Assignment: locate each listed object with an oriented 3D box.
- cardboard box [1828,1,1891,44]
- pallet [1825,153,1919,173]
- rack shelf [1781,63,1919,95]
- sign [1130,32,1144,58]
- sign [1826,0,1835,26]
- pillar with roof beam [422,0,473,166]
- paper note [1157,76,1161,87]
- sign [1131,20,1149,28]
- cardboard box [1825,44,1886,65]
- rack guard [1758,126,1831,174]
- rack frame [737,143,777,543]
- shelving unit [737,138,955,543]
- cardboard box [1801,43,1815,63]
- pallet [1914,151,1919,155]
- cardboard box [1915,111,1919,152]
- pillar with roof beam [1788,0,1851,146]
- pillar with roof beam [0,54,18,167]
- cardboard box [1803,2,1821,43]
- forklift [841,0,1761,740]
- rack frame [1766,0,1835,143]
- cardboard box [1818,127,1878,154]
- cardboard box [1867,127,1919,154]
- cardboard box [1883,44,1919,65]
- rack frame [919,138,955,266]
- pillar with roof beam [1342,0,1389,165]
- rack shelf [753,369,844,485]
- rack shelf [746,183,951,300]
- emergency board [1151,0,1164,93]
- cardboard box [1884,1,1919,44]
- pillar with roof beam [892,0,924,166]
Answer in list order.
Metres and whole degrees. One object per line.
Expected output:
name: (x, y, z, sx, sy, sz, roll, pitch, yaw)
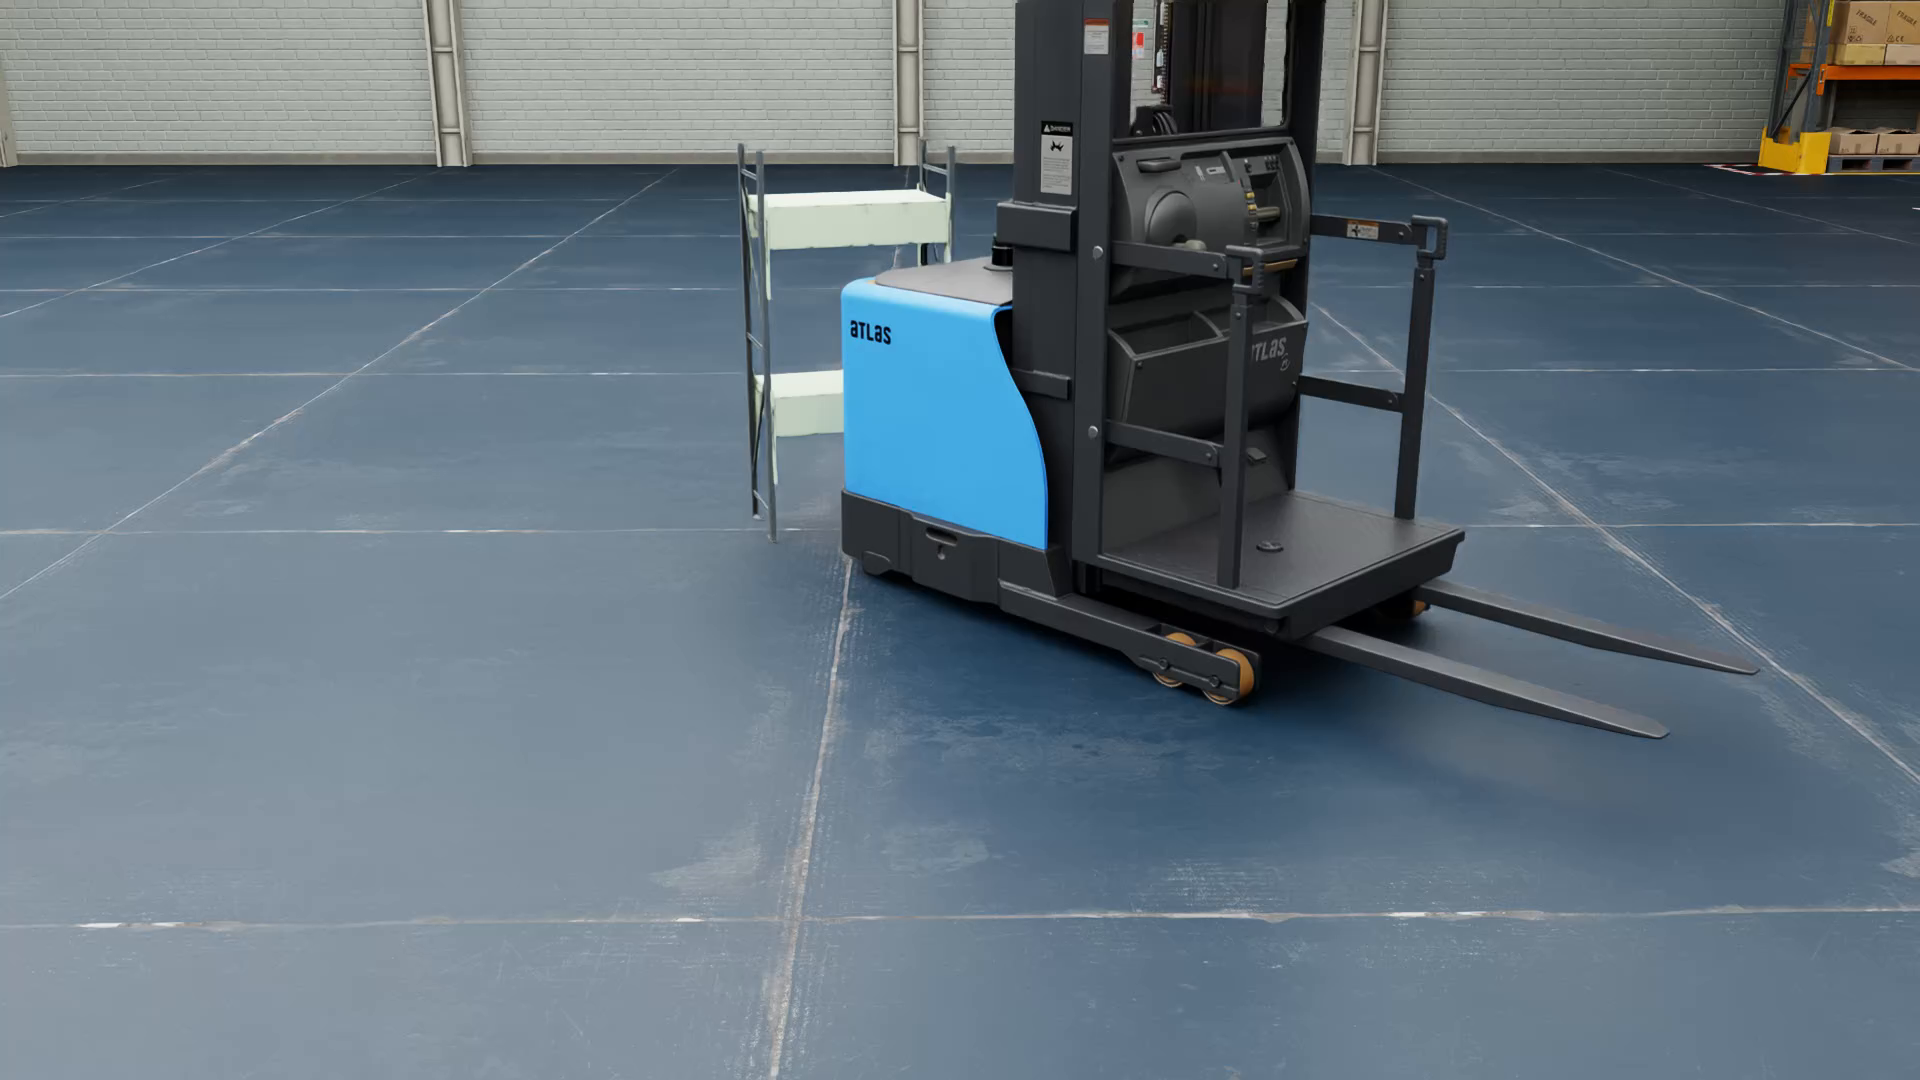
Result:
cardboard box: (11.117, -6.411, 20.608, 0.500, 0.500, 0.500, 0, 18, -1)
pallet: (11.524, -4.871, 21.387, 1.213, 0.211, 1.003, 0, 18, -1)
rack shelf: (12.635, -5.873, 21.122, 4.000, 0.370, 1.077, 0, 18, -1)
sign: (2.296, -6.490, 21.809, 0.234, 0.329, 0.001, 0, 18, -1)
sign: (10.644, -6.452, 20.333, 0.005, 0.325, 0.100, 0, 18, -1)
pillar with roof beam: (-6.609, -7.928, 16.530, 0.400, 9.000, 9.100, 0, 18, -1)
paper note: (2.672, -6.045, 21.922, 0.142, 0.148, 0.016, 0, 18, -1)
sign: (2.301, -6.739, 21.720, 0.331, 0.109, 0.001, 0, 18, -1)
cardboard box: (11.128, -6.049, 20.707, 0.500, 0.250, 0.500, -1, 18, -2)
rack guard: (10.711, -5.016, 21.365, 0.348, 0.500, 1.175, 0, 18, -1)
rack frame: (-0.788, -0.760, 6.461, 0.023, 1.500, 0.400, -6, 19, -17)
shelving unit: (-0.440, -0.794, 6.567, 0.755, 1.500, 0.431, -6, 19, -17)
cardboard box: (11.099, -6.205, 21.193, 0.500, 0.250, 0.500, 0, 18, 0)
pallet: (12.741, -4.876, 21.403, 1.213, 0.211, 1.003, 0, 18, -1)
cardboard box: (12.632, -5.192, 21.193, 0.500, 0.500, 0.700, -1, 18, -4)
pillar with roof beam: (11.389, -8.015, 16.801, 0.400, 9.000, 9.100, 0, 18, -1)
pillar with roof beam: (-12.608, -7.899, 16.440, 0.400, 9.000, 9.100, 0, 18, -1)
cardboard box: (11.103, -6.568, 21.096, 0.500, 0.500, 0.500, 0, 18, -1)
forklift: (0.957, -1.077, 5.108, 1.130, 2.935, 3.031, -17, 24, -42)
rack frame: (10.635, -6.206, 20.982, 0.127, 3.000, 1.000, 0, 18, -1)
cardboard box: (11.328, -5.111, 21.250, 0.500, 0.311, 0.500, -2, 18, -7)
cardboard box: (11.898, -5.113, 21.258, 0.500, 0.311, 0.500, 1, 18, 4)
cardboard box: (11.647, -6.056, 20.728, 0.500, 0.250, 0.500, -1, 18, -3)
rack frame: (-0.091, -0.828, 6.674, 0.023, 1.500, 0.400, -6, 19, -17)
pillar with roof beam: (5.390, -7.986, 16.710, 0.400, 9.000, 9.100, 0, 18, -1)
rack shelf: (-0.440, -0.484, 6.667, 0.720, 0.370, 0.431, -6, 19, -17)
rack shelf: (-0.440, -1.166, 6.448, 0.720, 0.370, 0.431, -6, 19, -17)
emergency board: (2.850, -6.444, 21.725, 0.643, 1.169, 0.194, 0, 18, -1)
cardboard box: (11.611, -6.411, 20.606, 0.500, 0.500, 0.500, 0, 18, -1)
pillar with roof beam: (-0.609, -7.957, 16.620, 0.400, 9.000, 9.100, 0, 18, -1)
